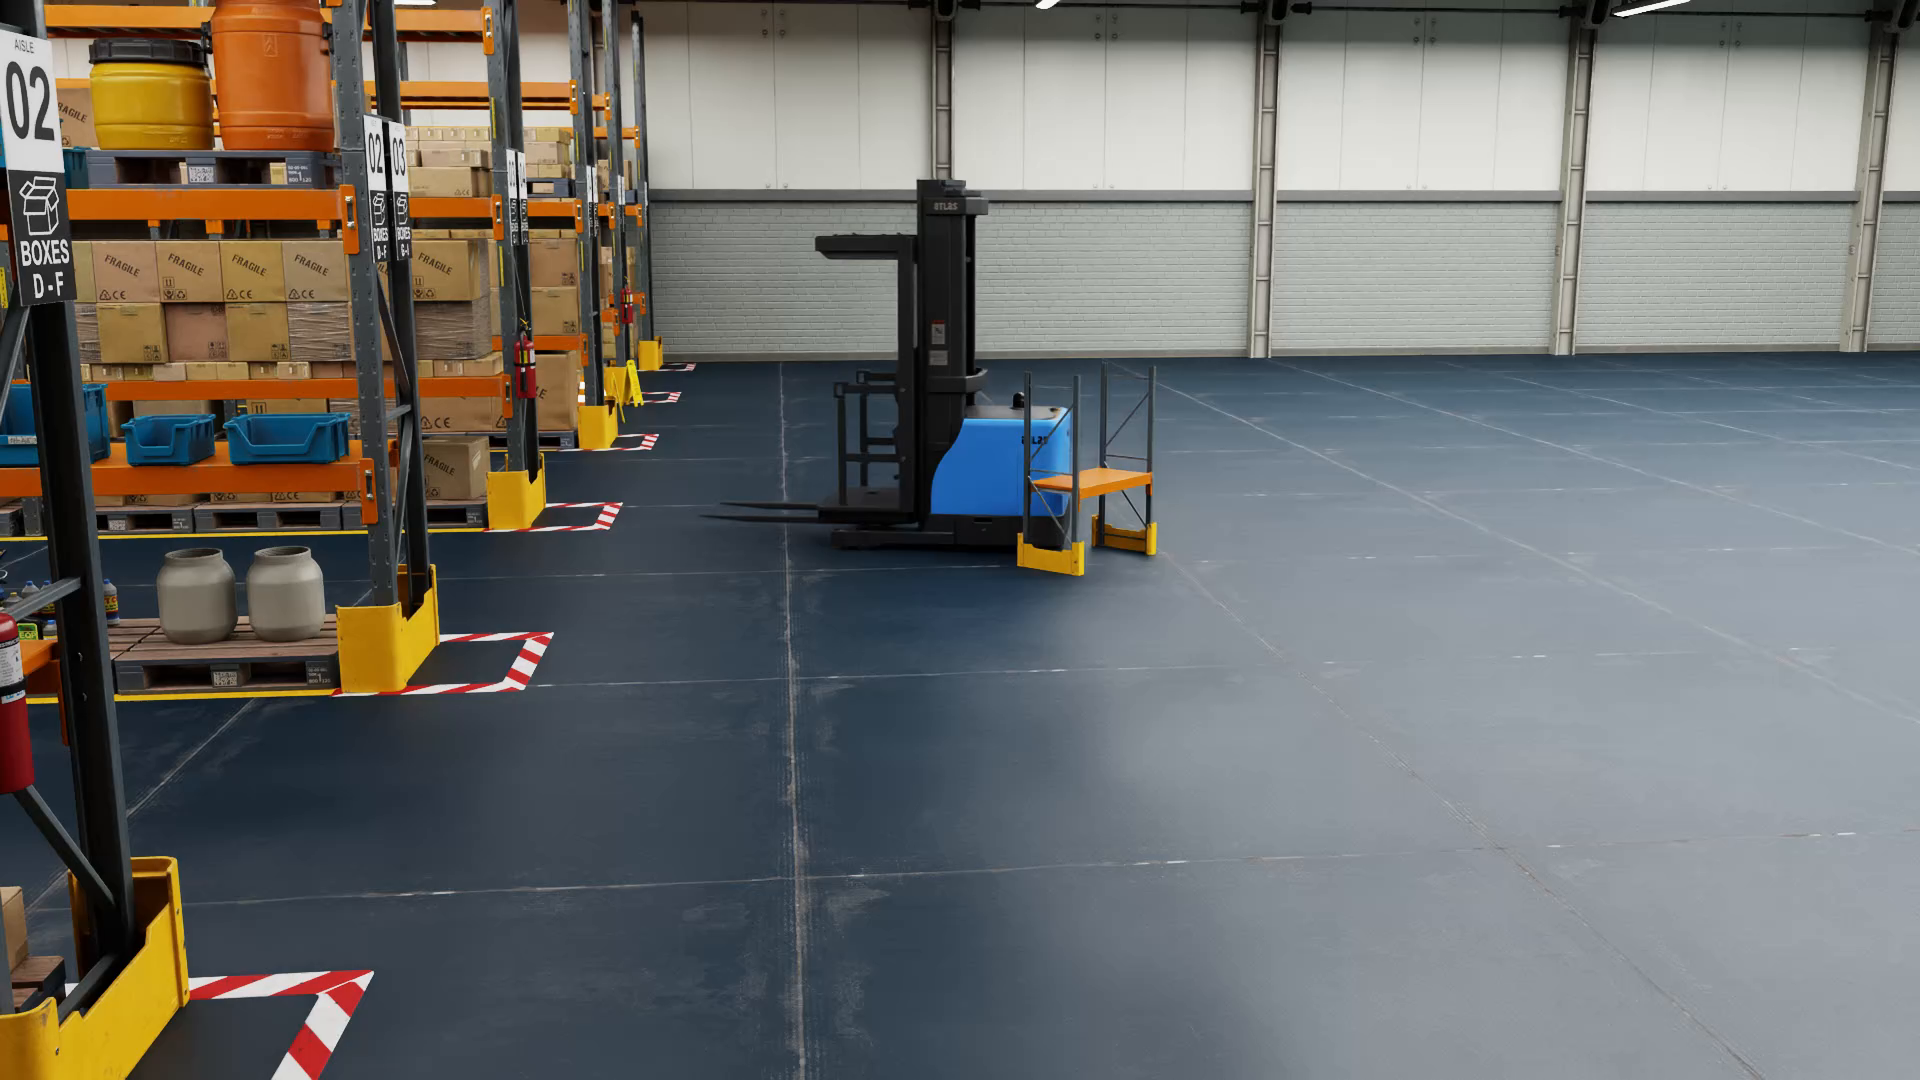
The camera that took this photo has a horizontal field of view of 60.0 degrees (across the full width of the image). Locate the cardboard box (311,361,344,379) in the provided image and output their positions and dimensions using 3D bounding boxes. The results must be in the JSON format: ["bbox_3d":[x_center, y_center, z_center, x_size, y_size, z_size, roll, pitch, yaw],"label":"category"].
[{"bbox_3d":[-5.380,-1.477,14.259,0.250,0.149,0.380,-1,11,-6],"label":"cardboard box"}]

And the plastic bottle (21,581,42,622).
[{"bbox_3d":[-5.620,0.384,10.069,0.097,0.271,0.097,0,11,0],"label":"plastic bottle"}]

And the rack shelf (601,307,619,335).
[{"bbox_3d":[-6.937,-3.181,24.139,4.000,0.370,1.077,-1,11,-6],"label":"rack shelf"}]

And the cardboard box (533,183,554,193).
[{"bbox_3d":[-5.930,-5.050,23.622,0.500,0.250,0.500,-1,11,-7],"label":"cardboard box"}]

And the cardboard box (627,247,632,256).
[{"bbox_3d":[-5.822,-4.993,28.779,0.250,0.149,0.380,-1,11,-6],"label":"cardboard box"}]

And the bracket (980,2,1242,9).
[{"bbox_3d":[2.716,-9.516,29.611,4.783,0.066,0.076,-1,11,-6],"label":"bracket"}]

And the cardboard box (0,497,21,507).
[{"bbox_3d":[-8.468,-0.573,14.345,0.500,0.500,0.700,-2,11,-10],"label":"cardboard box"}]

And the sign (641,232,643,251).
[{"bbox_3d":[-5.444,-5.108,28.458,0.005,0.325,0.100,-1,11,-6],"label":"sign"}]

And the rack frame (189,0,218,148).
[{"bbox_3d":[-8.290,-5.489,18.461,0.127,3.000,1.000,-1,11,-6],"label":"rack frame"}]

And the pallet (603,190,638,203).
[{"bbox_3d":[-6.194,-5.946,28.793,1.213,0.211,1.003,-1,11,-6],"label":"pallet"}]

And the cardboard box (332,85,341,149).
[{"bbox_3d":[-5.392,-3.507,13.827,0.500,0.500,0.500,-1,11,-6],"label":"cardboard box"}]

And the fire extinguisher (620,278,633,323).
[{"bbox_3d":[-4.785,-3.452,23.852,0.183,0.674,0.296,-1,11,-6],"label":"fire extinguisher"}]

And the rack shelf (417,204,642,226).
[{"bbox_3d":[-7.477,-5.605,28.691,4.000,0.370,1.077,-1,11,-6],"label":"rack shelf"}]

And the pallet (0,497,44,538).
[{"bbox_3d":[-8.629,-0.207,14.376,1.213,0.211,1.003,-1,11,-6],"label":"pallet"}]

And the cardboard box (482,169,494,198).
[{"bbox_3d":[-4.385,-3.113,14.541,0.500,0.250,0.500,-1,11,-4],"label":"cardboard box"}]

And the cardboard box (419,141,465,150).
[{"bbox_3d":[-5.767,-4.344,18.681,0.500,0.250,0.500,-1,11,-6],"label":"cardboard box"}]

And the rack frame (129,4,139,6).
[{"bbox_3d":[-13.442,-7.305,27.697,0.127,3.000,1.000,-1,11,-6],"label":"rack frame"}]

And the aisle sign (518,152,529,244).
[{"bbox_3d":[-3.849,-3.010,14.663,0.004,0.787,0.394,-1,11,-6],"label":"aisle sign"}]

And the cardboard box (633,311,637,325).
[{"bbox_3d":[-5.987,-3.902,29.385,0.500,0.250,0.500,-1,11,-7],"label":"cardboard box"}]

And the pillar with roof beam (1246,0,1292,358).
[{"bbox_3d":[6.117,-7.054,26.422,0.548,9.000,9.100,-1,11,-6],"label":"pillar with roof beam"}]

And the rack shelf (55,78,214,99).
[{"bbox_3d":[-10.279,-4.898,18.357,4.000,0.370,1.077,-1,11,-6],"label":"rack shelf"}]

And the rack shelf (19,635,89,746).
[{"bbox_3d":[-4.801,0.619,4.808,4.000,0.370,1.077,-1,11,-6],"label":"rack shelf"}]

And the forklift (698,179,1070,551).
[{"bbox_3d":[-0.622,-1.452,13.654,3.031,2.935,1.130,1,11,7],"label":"forklift"}]

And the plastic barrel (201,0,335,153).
[{"bbox_3d":[-3.813,-2.580,9.236,0.708,0.830,0.600,-1,11,-6],"label":"plastic barrel"}]

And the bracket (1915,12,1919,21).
[{"bbox_3d":[18.033,-9.836,31.243,0.430,0.232,0.235,-1,11,-6],"label":"bracket"}]

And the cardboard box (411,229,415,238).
[{"bbox_3d":[-7.954,-4.152,23.591,0.500,0.500,0.700,-1,11,-6],"label":"cardboard box"}]

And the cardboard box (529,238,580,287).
[{"bbox_3d":[-4.687,-3.232,19.343,0.550,0.550,0.875,-1,11,-6],"label":"cardboard box"}]

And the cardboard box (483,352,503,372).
[{"bbox_3d":[-4.188,-1.592,14.841,0.250,0.149,0.380,-1,11,-6],"label":"cardboard box"}]

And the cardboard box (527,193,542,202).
[{"bbox_3d":[-6.044,-4.860,23.691,0.250,0.149,0.380,-1,11,-6],"label":"cardboard box"}]

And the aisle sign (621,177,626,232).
[{"bbox_3d":[-4.921,-4.912,24.340,0.004,0.787,0.394,-1,11,-6],"label":"aisle sign"}]

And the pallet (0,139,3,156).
[{"bbox_3d":[-3.518,-1.194,4.620,1.213,0.211,1.003,-1,11,-6],"label":"pallet"}]

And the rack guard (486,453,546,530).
[{"bbox_3d":[-3.954,-0.447,14.848,0.348,0.500,1.175,-1,11,-6],"label":"rack guard"}]

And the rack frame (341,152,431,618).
[{"bbox_3d":[-3.344,-0.726,9.783,0.127,3.000,1.000,-1,11,-6],"label":"rack frame"}]

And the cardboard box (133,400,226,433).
[{"bbox_3d":[-8.898,-1.617,19.063,0.750,0.750,1.050,-1,11,-6],"label":"cardboard box"}]

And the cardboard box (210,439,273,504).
[{"bbox_3d":[-6.276,-0.614,14.605,0.500,0.500,0.500,-2,11,-11],"label":"cardboard box"}]

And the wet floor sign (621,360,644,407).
[{"bbox_3d":[-4.644,-2.219,23.485,0.232,0.644,0.267,3,11,14],"label":"wet floor sign"}]

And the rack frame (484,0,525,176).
[{"bbox_3d":[-3.878,-4.619,14.036,0.127,3.000,1.000,-1,11,-6],"label":"rack frame"}]

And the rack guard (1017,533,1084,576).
[{"bbox_3d":[0.689,0.105,12.684,0.587,0.250,0.087,9,14,39],"label":"rack guard"}]

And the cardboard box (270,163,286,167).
[{"bbox_3d":[-5.693,-3.181,13.853,0.250,0.149,0.380,-2,11,-9],"label":"cardboard box"}]

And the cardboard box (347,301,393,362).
[{"bbox_3d":[-4.912,-1.831,14.375,0.500,0.500,0.875,-1,11,-6],"label":"cardboard box"}]

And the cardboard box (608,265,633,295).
[{"bbox_3d":[-5.949,-4.516,28.805,0.500,0.500,0.500,-1,11,-7],"label":"cardboard box"}]

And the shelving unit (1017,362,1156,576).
[{"bbox_3d":[1.005,-0.582,12.941,0.587,1.500,1.083,9,14,39],"label":"shelving unit"}]

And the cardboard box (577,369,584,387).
[{"bbox_3d":[-5.747,-2.364,24.156,0.500,0.250,0.500,-1,11,-6],"label":"cardboard box"}]

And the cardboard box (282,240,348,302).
[{"bbox_3d":[-5.392,-2.281,14.071,0.500,0.500,0.500,-1,11,-6],"label":"cardboard box"}]

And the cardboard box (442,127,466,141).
[{"bbox_3d":[-5.621,-4.531,18.598,0.250,0.149,0.380,-1,11,-6],"label":"cardboard box"}]

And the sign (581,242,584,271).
[{"bbox_3d":[-4.269,-3.209,18.798,0.005,0.325,0.100,-1,11,-6],"label":"sign"}]

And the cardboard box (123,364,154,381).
[{"bbox_3d":[-6.866,-1.436,14.047,0.250,0.149,0.380,-1,11,-6],"label":"cardboard box"}]

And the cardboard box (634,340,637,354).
[{"bbox_3d":[-5.998,-3.412,29.487,0.500,0.250,0.500,-1,11,-6],"label":"cardboard box"}]
